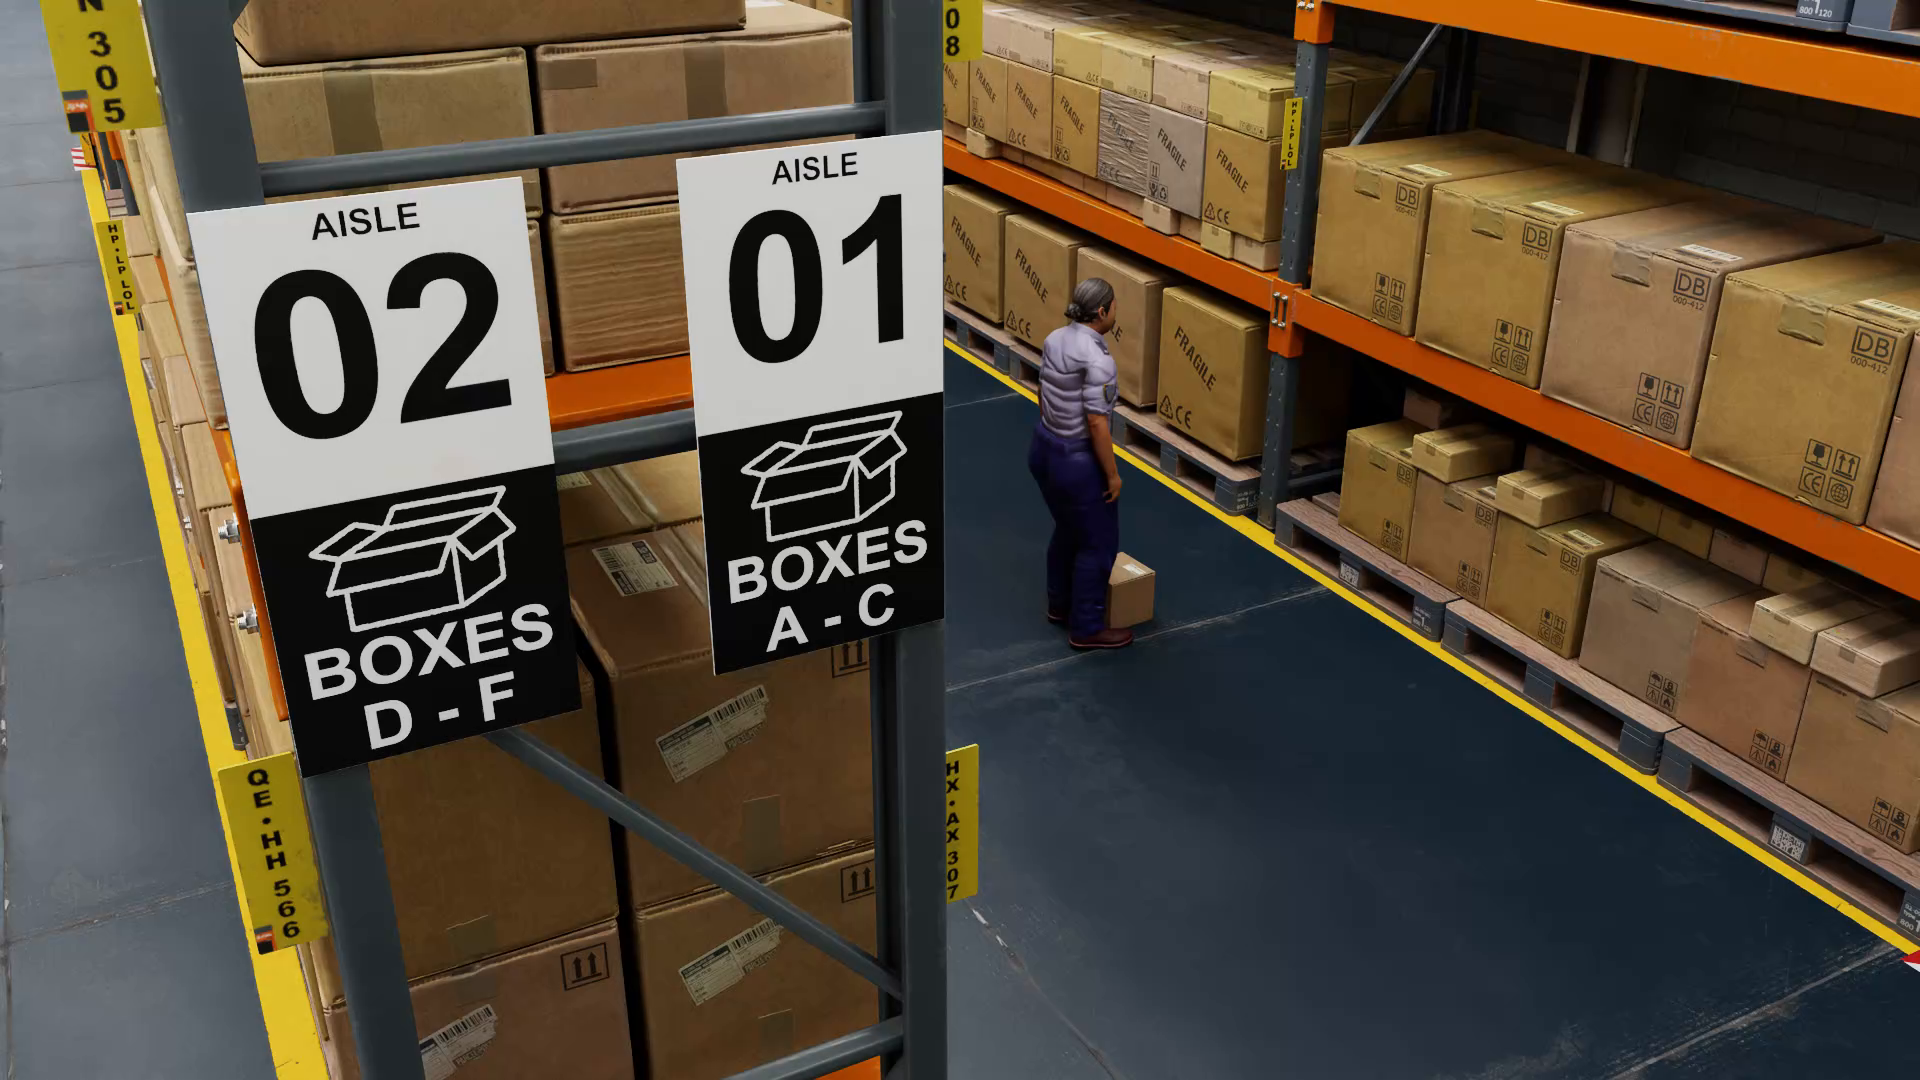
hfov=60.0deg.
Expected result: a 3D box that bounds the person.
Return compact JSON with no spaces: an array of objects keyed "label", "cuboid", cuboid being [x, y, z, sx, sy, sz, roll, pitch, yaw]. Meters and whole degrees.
[{"label":"person","cuboid":[0.540,-0.344,7.333,0.412,1.652,0.539,-13,29,-25]}]
